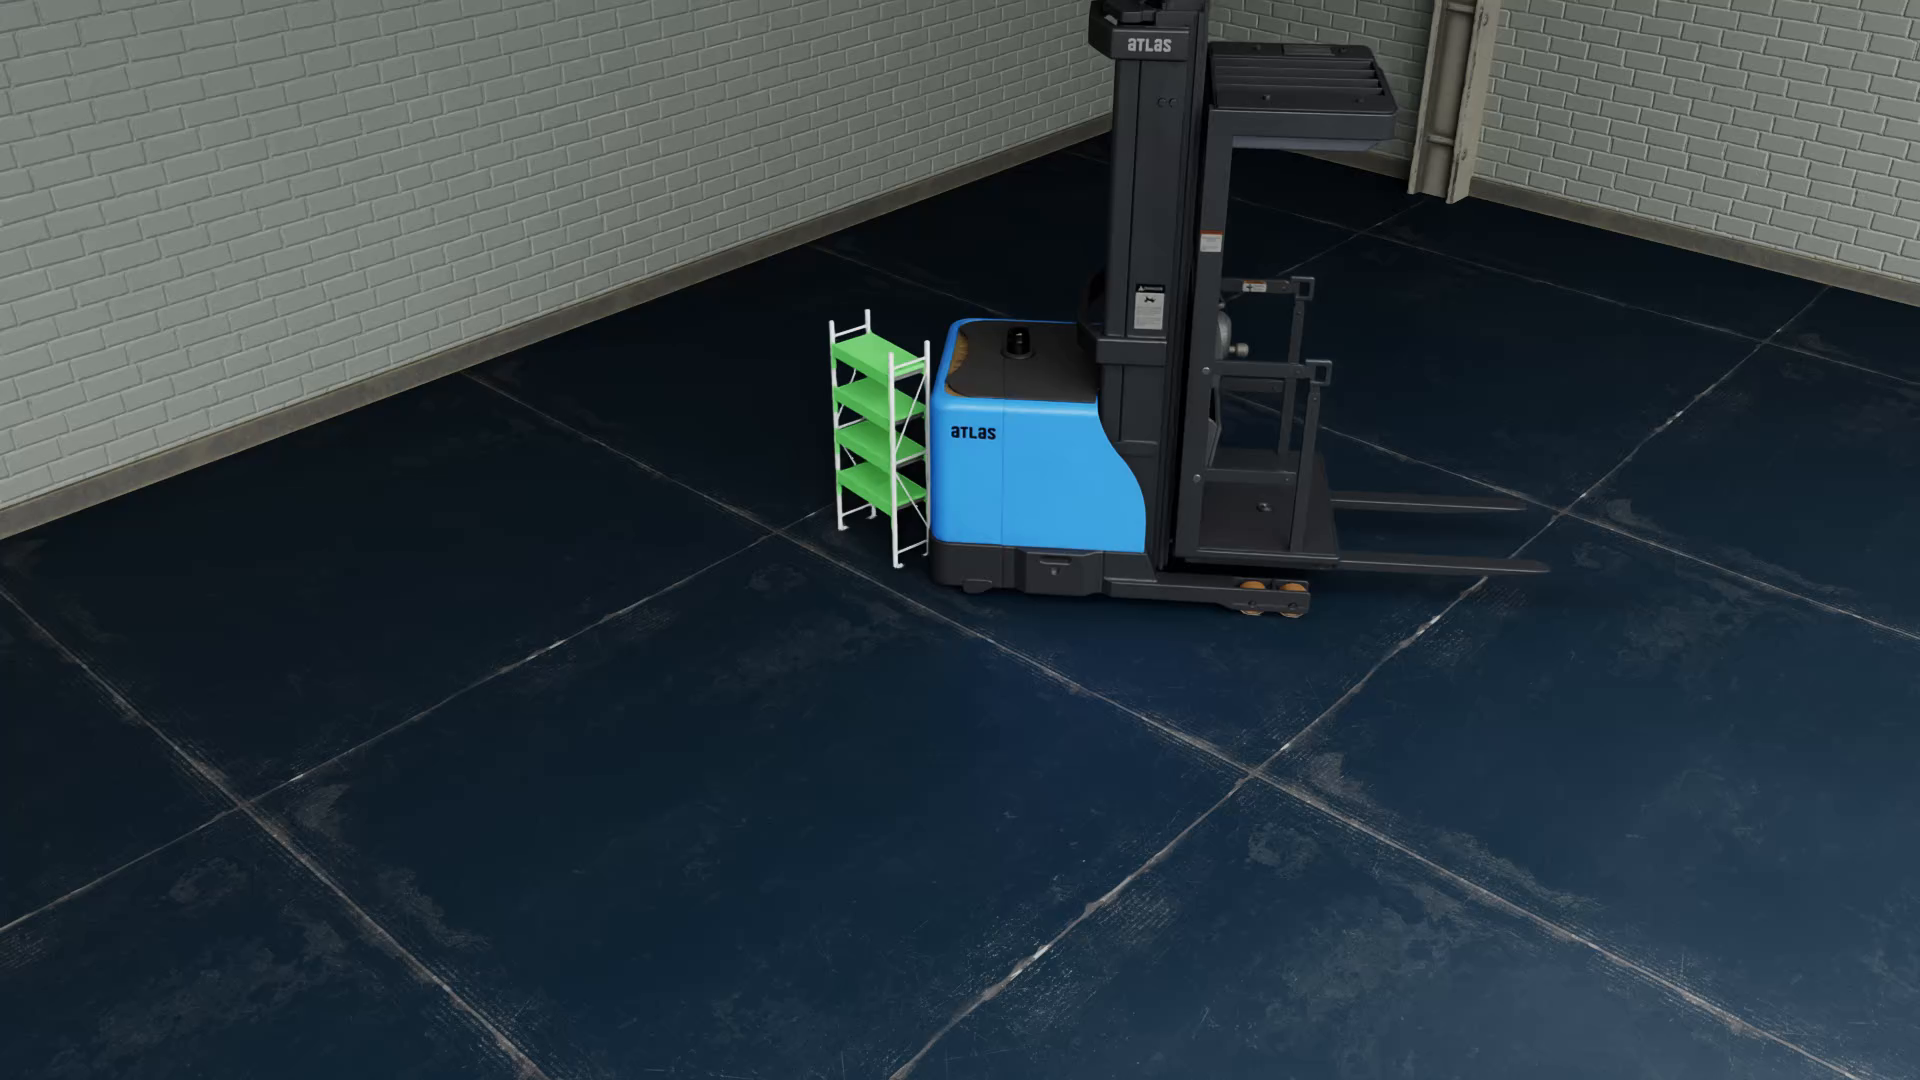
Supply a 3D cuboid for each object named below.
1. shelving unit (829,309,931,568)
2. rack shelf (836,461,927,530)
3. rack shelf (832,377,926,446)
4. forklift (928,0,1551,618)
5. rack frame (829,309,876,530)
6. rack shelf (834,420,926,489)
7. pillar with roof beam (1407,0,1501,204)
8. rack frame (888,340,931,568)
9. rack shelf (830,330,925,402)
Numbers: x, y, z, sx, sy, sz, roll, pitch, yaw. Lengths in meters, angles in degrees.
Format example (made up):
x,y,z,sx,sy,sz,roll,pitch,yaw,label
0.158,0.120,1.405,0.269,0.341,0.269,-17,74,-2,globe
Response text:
x,y,z,sx,sy,sz,roll,pitch,yaw,label
-0.397,-0.508,8.430,0.258,1.200,0.503,-23,38,-33,shelving unit
-0.397,-0.247,8.587,0.258,0.148,0.480,-23,38,-33,rack shelf
-0.397,-0.659,8.339,0.258,0.148,0.480,-23,38,-33,rack shelf
1.395,-1.166,7.845,3.031,2.935,1.130,3,31,5,forklift
-0.550,-0.606,8.593,0.240,1.200,0.015,-23,38,-33,rack frame
-0.397,-0.453,8.463,0.258,0.148,0.480,-23,38,-33,rack shelf
0.959,-4.997,8.326,0.400,9.000,9.100,25,39,35,pillar with roof beam
-0.244,-0.410,8.267,0.240,1.200,0.015,-23,38,-33,rack frame
-0.397,-0.864,8.215,0.258,0.148,0.480,-23,38,-33,rack shelf
